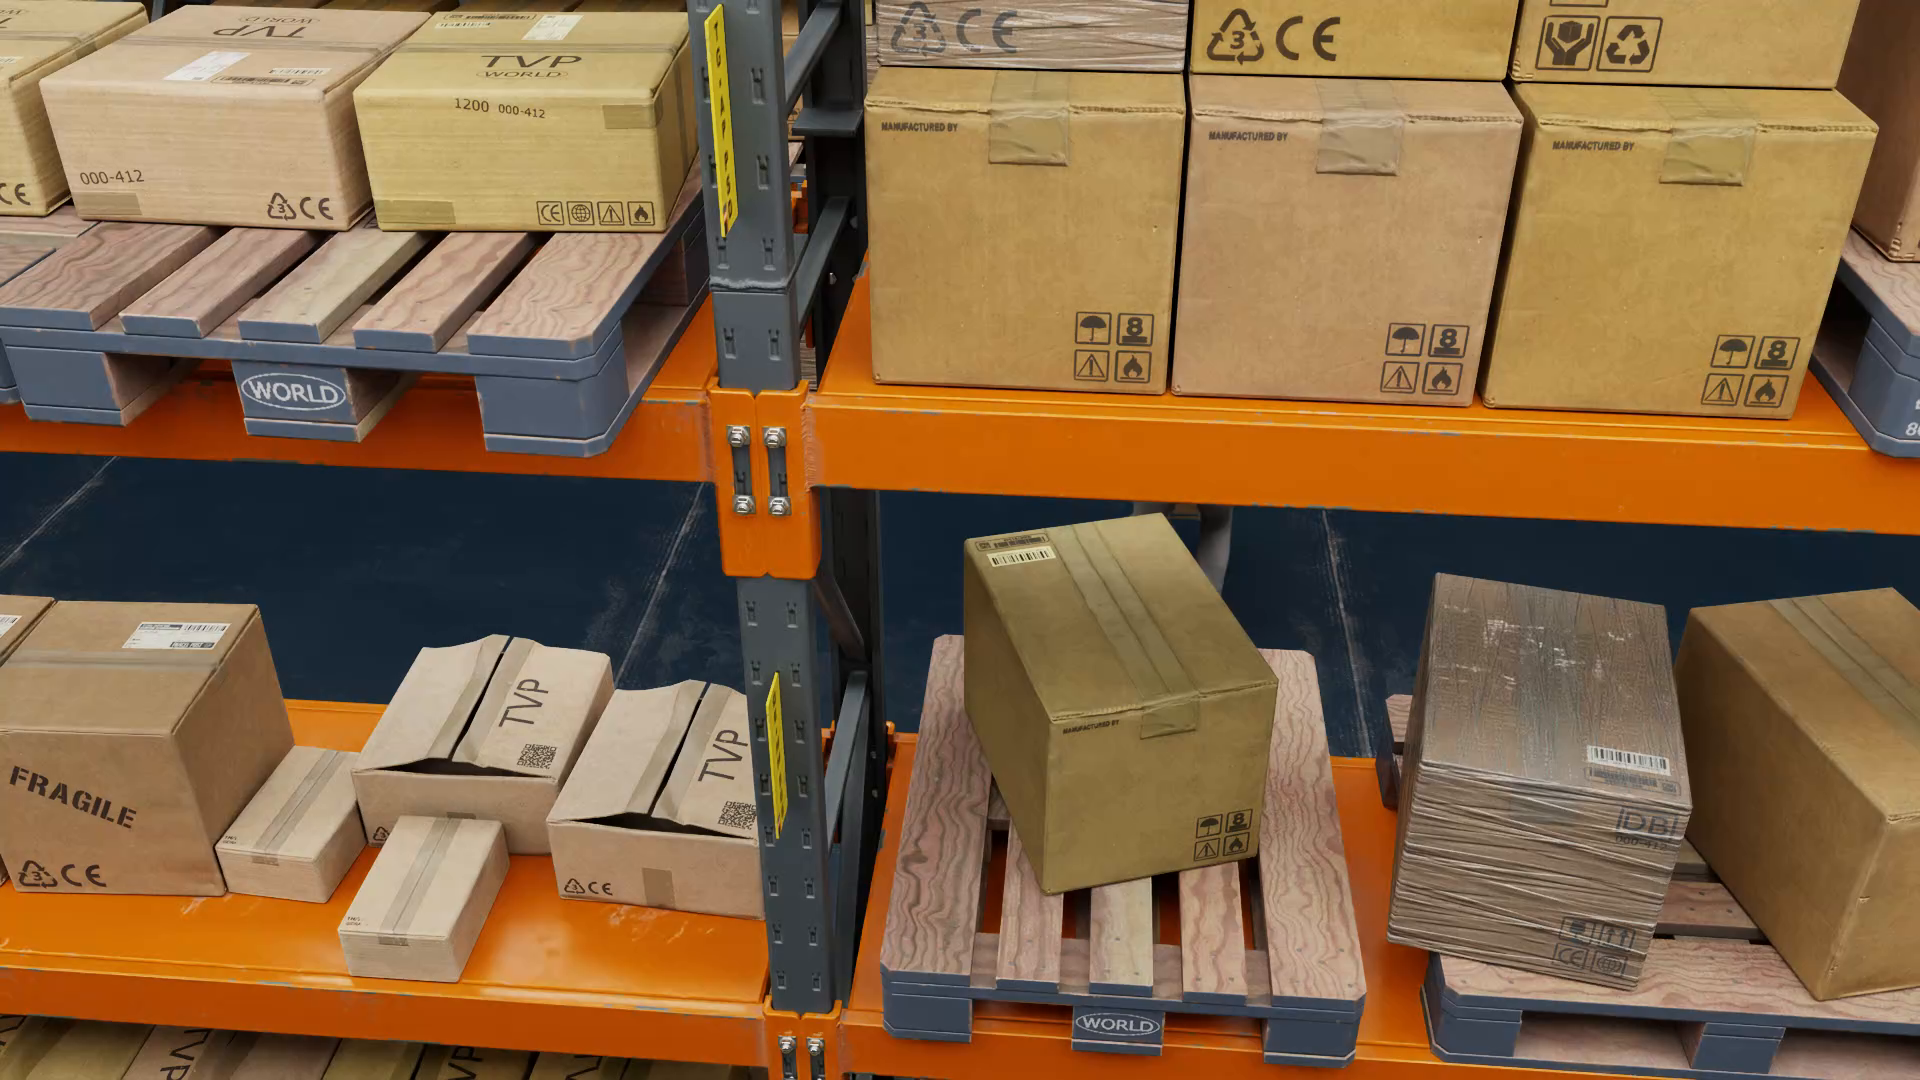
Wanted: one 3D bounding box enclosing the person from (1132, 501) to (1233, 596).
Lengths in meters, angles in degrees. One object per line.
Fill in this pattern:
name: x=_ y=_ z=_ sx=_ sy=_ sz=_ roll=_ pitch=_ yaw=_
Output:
person: x=0.935 y=-0.277 z=7.029 sx=0.419 sy=1.188 sz=0.931 roll=2 pitch=32 yaw=3
